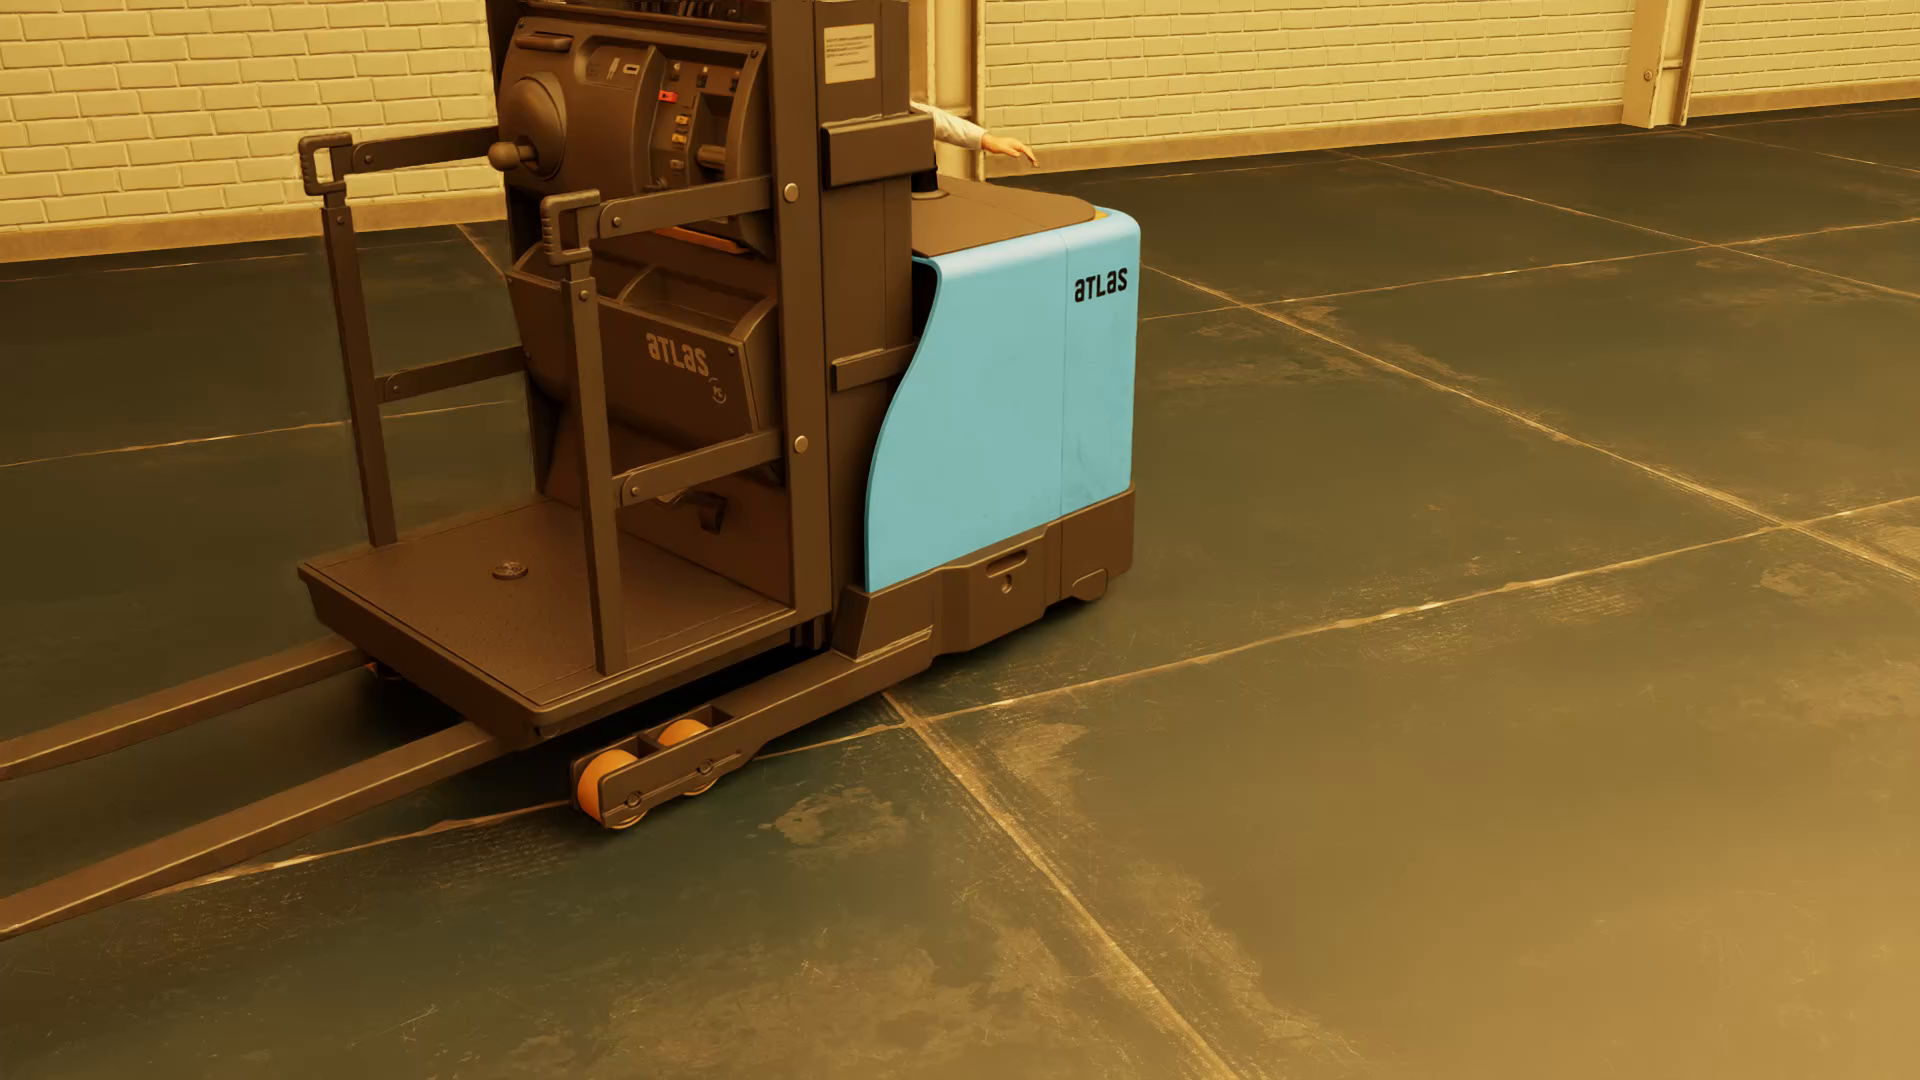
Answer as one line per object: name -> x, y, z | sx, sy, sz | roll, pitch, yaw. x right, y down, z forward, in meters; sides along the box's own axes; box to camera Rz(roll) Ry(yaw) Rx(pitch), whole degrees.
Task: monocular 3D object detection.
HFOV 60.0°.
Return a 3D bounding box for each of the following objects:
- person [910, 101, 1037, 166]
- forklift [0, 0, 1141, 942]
person -> -0.193, -0.954, 5.386 | 0.865, 1.559, 1.064 | 10, 25, 22
forklift -> -0.899, -0.951, 3.576 | 1.130, 2.935, 3.031 | 21, 30, 40
